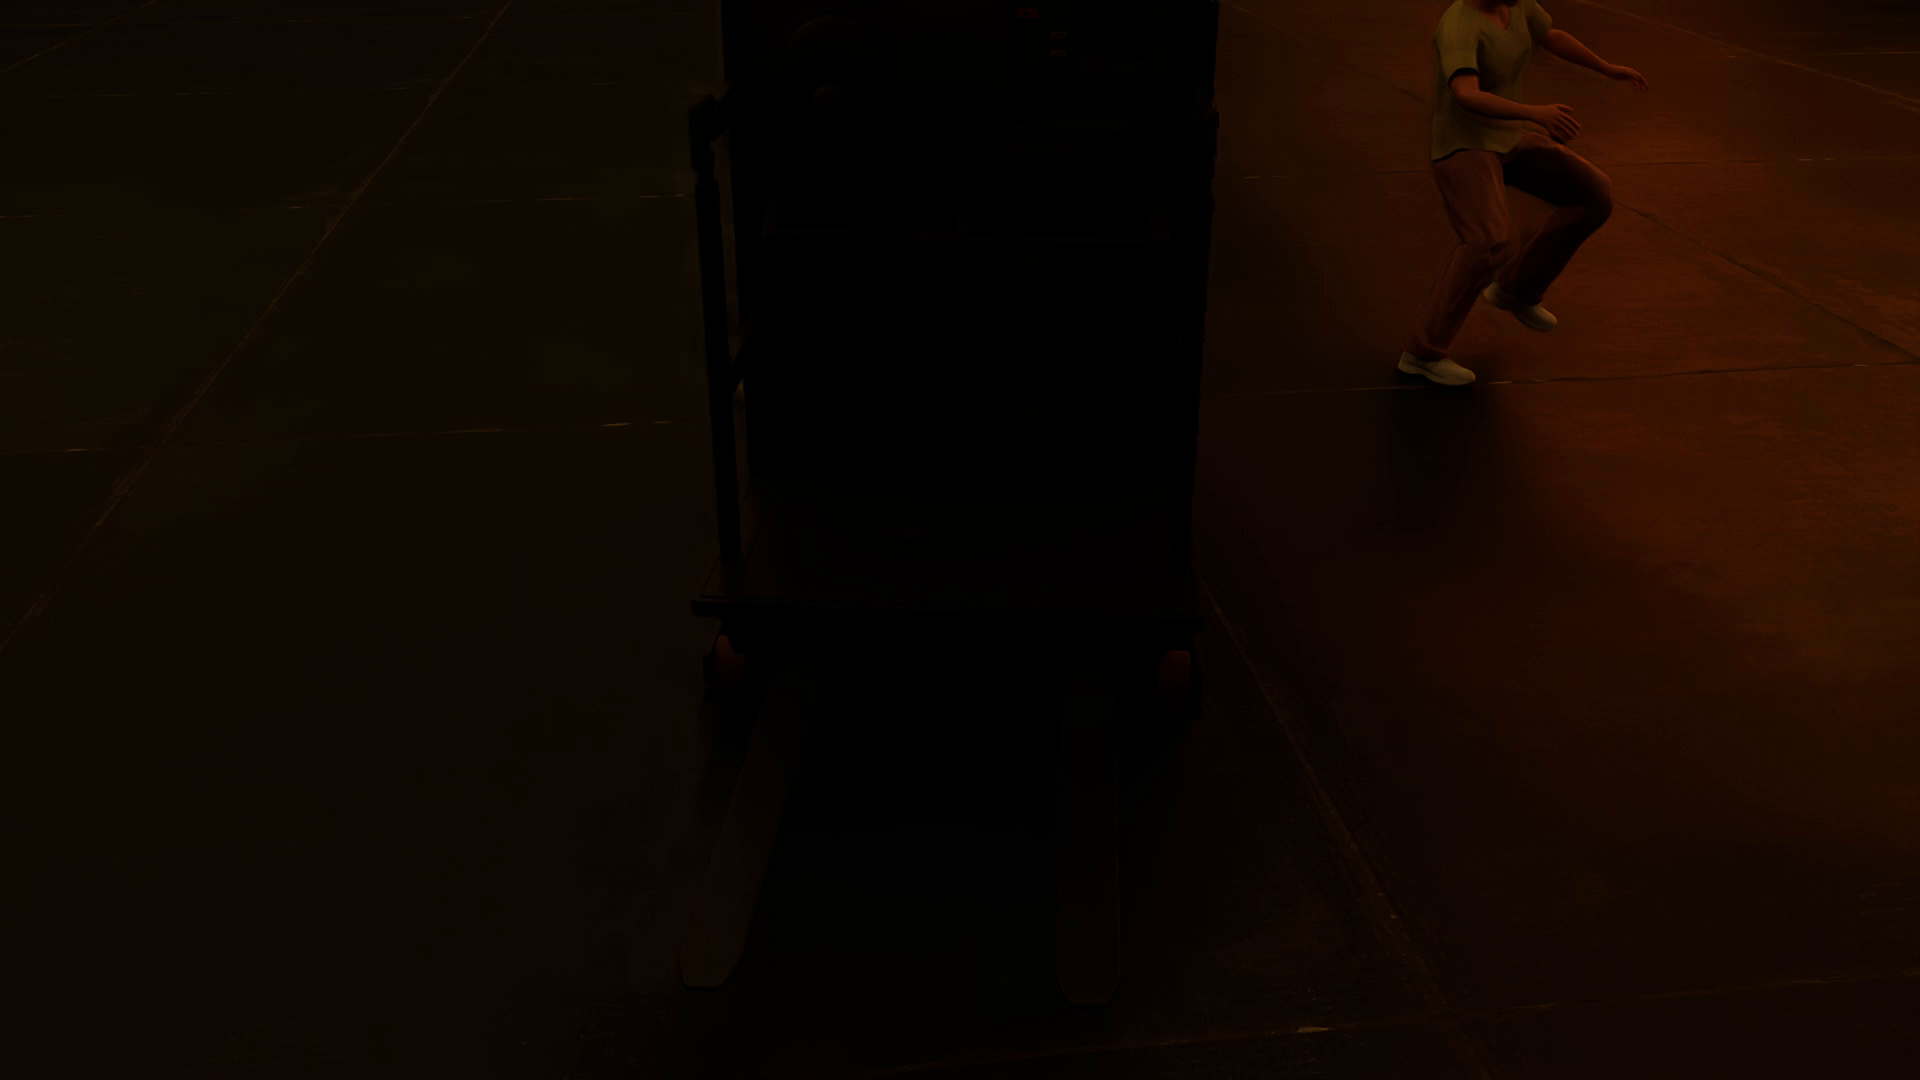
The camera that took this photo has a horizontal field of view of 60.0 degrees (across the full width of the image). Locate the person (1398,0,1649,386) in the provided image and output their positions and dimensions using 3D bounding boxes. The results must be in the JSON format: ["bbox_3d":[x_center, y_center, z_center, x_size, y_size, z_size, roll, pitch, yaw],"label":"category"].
[{"bbox_3d":[1.918,-1.333,5.671,0.873,1.473,0.687,-18,31,-33],"label":"person"}]

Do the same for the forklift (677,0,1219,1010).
[{"bbox_3d":[0.002,-1.059,3.427,1.130,2.935,3.031,2,26,4],"label":"forklift"}]
